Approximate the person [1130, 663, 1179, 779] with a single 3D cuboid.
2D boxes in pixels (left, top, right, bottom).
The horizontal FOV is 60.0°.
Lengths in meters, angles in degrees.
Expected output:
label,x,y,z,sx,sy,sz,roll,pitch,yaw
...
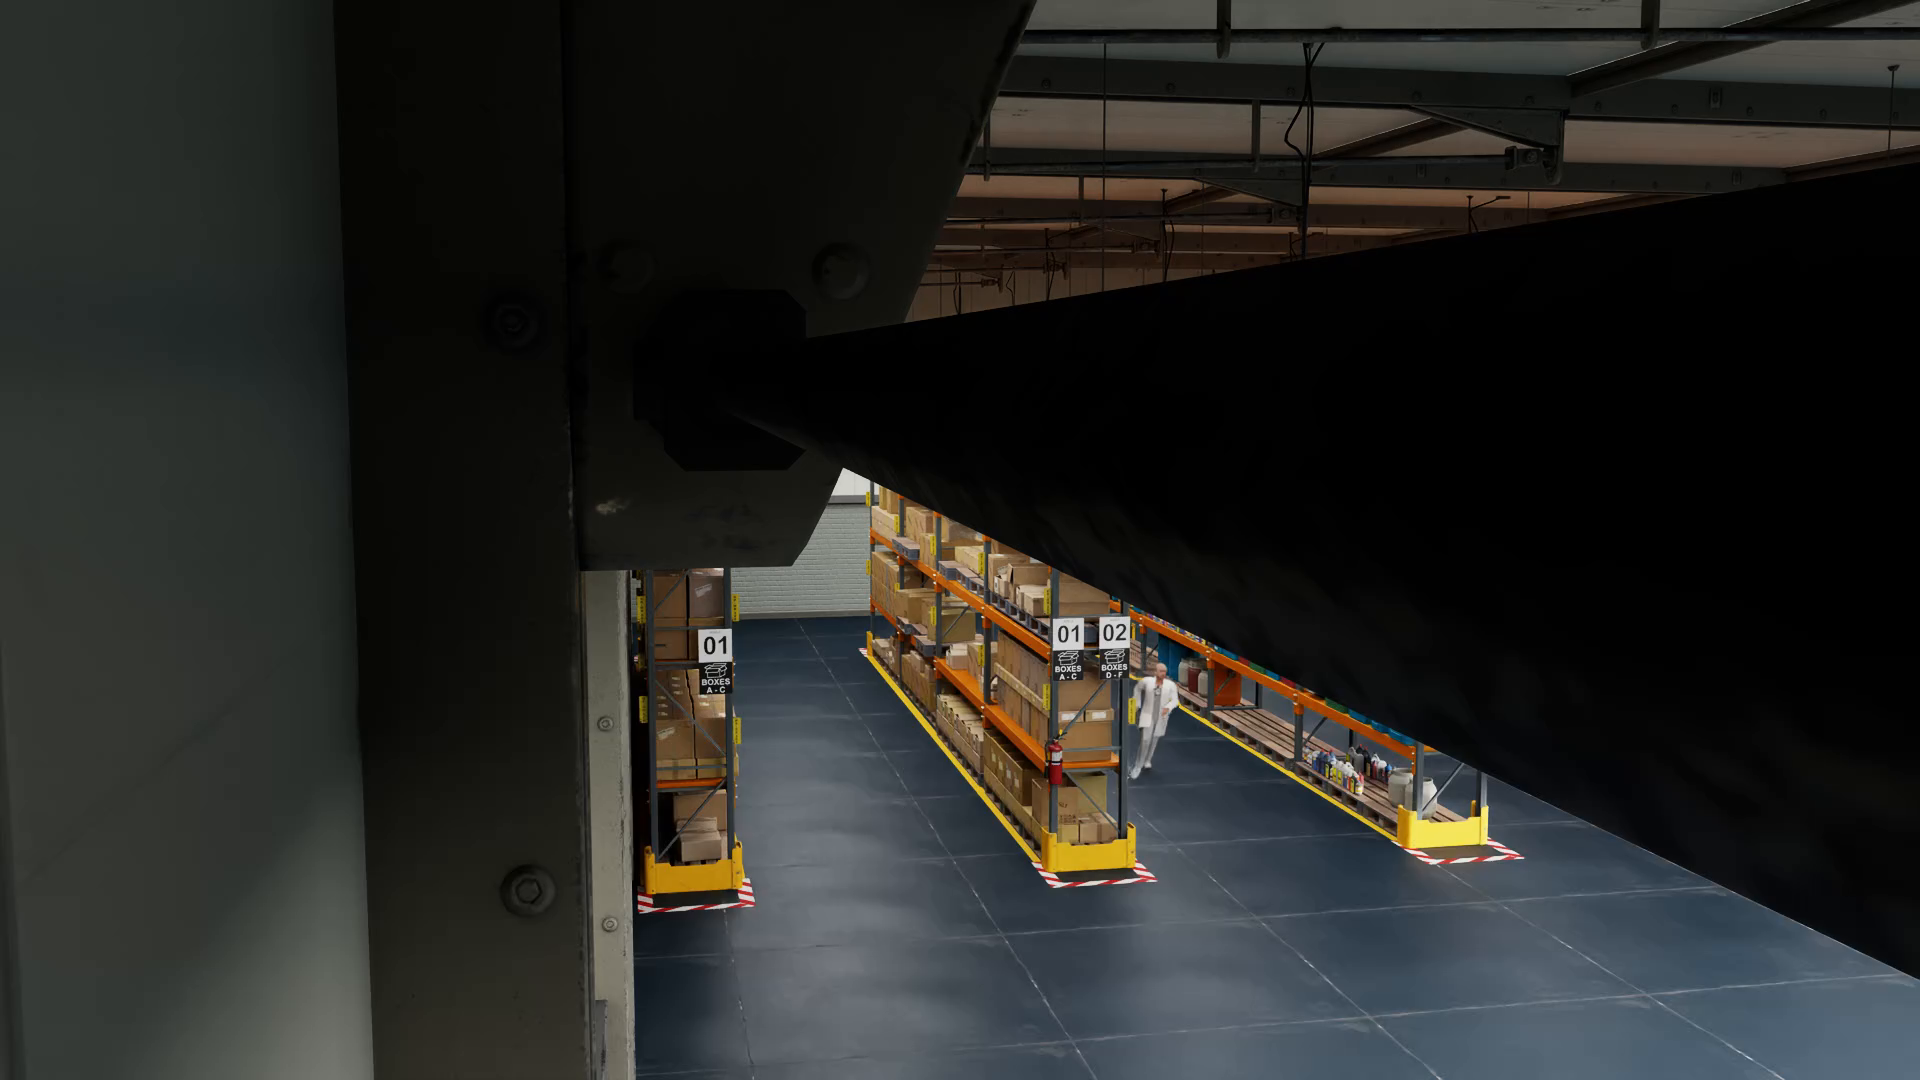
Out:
label,x,y,z,sx,sy,sz,roll,pitch,yaw
person,2.985,2.760,25.708,0.755,1.749,0.896,0,6,-1
